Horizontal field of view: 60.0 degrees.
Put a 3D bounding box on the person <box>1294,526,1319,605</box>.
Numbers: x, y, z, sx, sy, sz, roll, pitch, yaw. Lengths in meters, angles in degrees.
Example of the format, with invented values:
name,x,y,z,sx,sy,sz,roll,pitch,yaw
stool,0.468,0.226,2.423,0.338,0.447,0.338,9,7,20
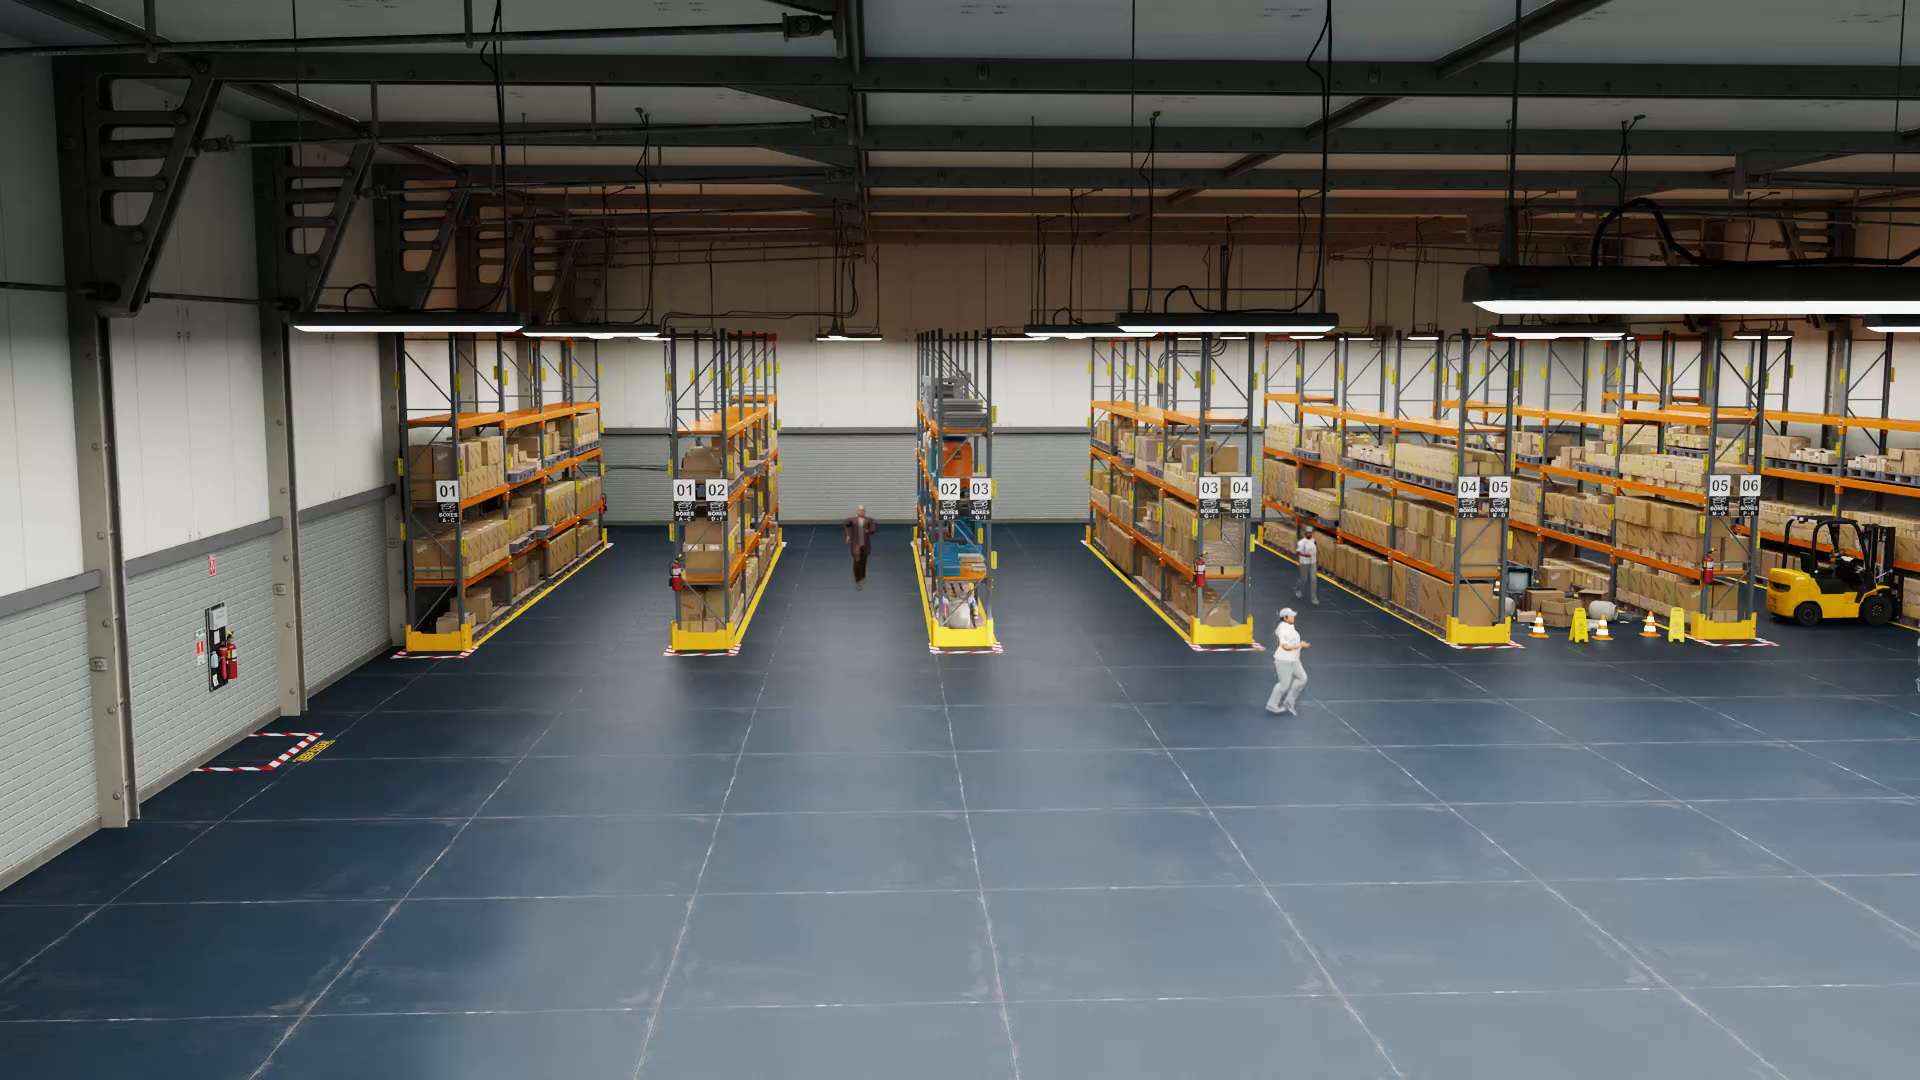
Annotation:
name,x,y,z,sx,sy,sz,roll,pitch,yaw
person,7.696,0.532,36.811,0.579,1.699,0.923,-2,7,-15

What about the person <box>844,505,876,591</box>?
name,x,y,z,sx,sy,sz,roll,pitch,yaw
person,-2.224,0.164,37.330,0.672,1.891,0.792,-2,7,-13

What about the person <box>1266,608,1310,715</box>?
name,x,y,z,sx,sy,sz,roll,pitch,yaw
person,5.083,1.890,25.694,0.660,1.700,0.583,3,7,23
